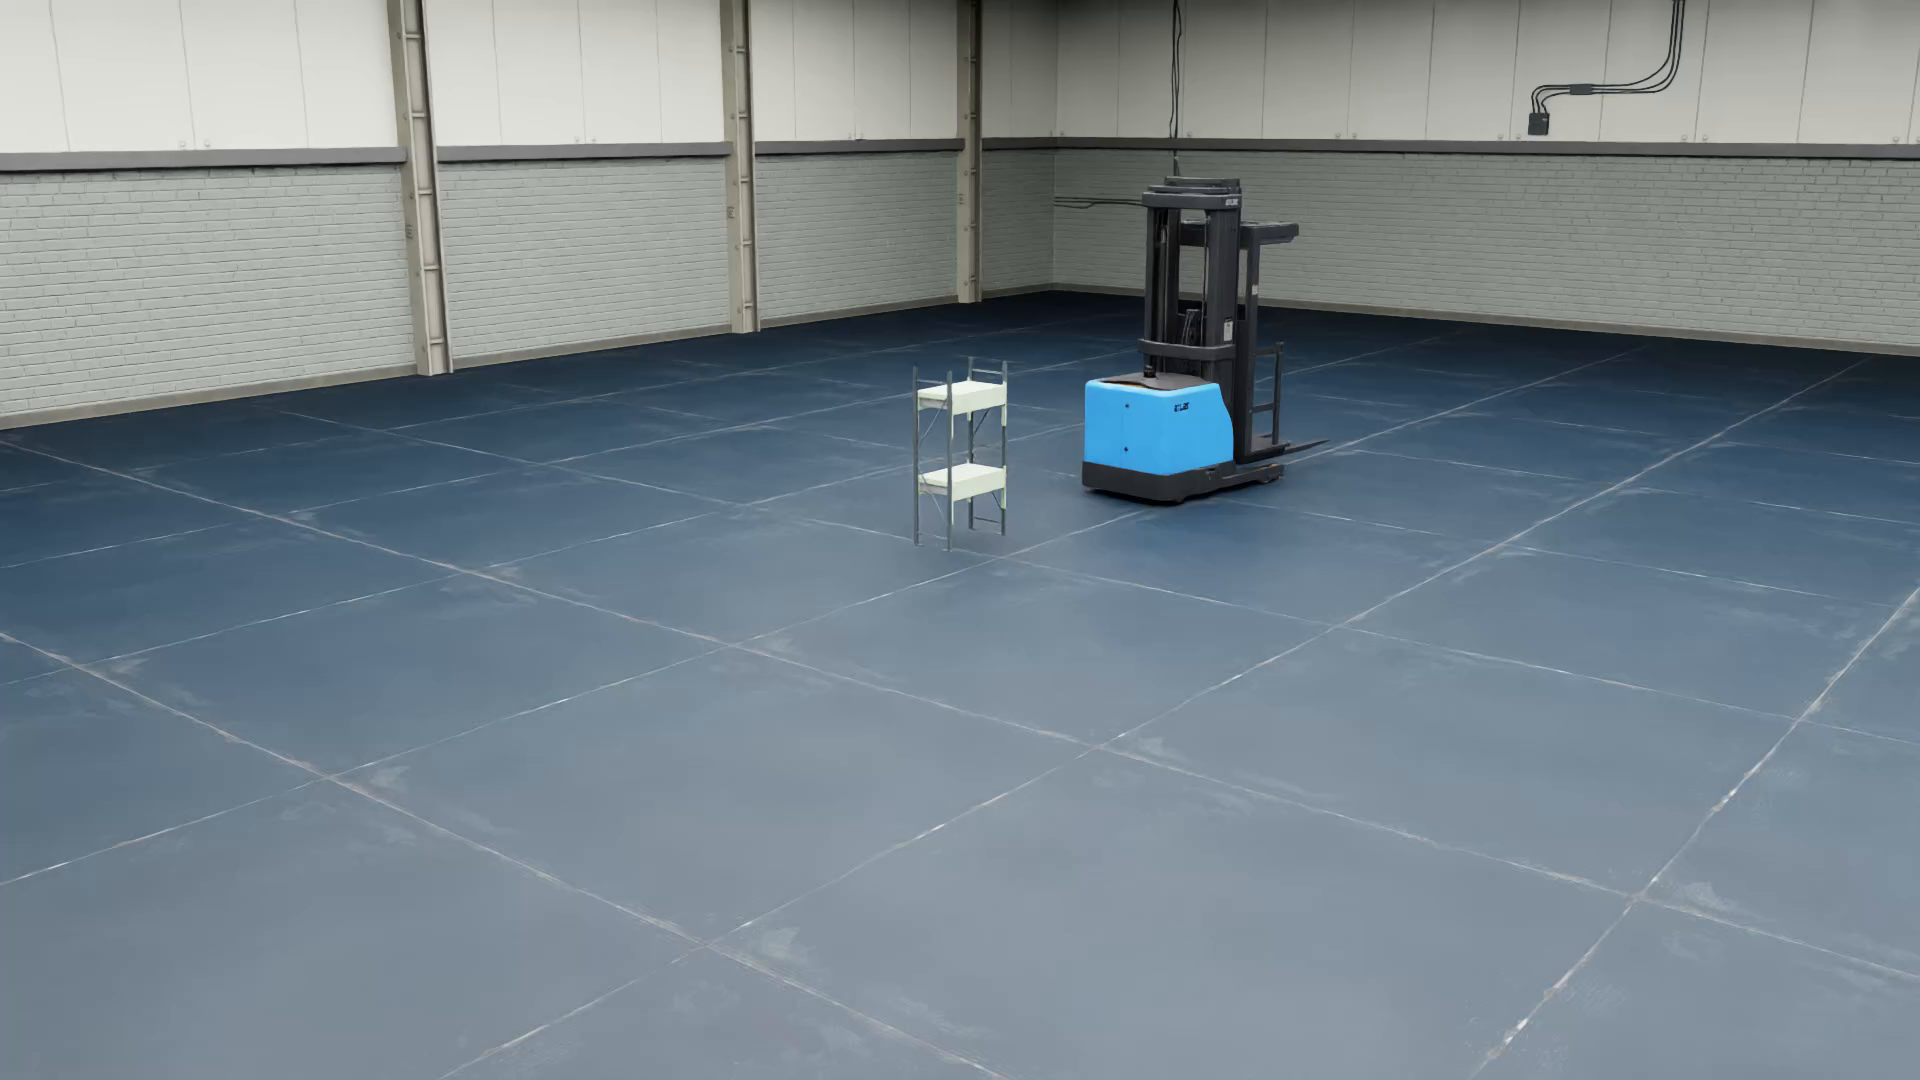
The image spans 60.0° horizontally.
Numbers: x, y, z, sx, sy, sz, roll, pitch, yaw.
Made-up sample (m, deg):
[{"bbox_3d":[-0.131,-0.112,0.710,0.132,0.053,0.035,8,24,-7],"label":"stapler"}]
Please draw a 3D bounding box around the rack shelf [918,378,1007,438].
[{"bbox_3d":[0.004,-1.106,13.847,0.431,0.370,0.720,11,18,38],"label":"rack shelf"}]

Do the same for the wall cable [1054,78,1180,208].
[{"bbox_3d":[3.061,-7.851,33.058,3.097,2.526,0.112,11,18,38],"label":"wall cable"}]

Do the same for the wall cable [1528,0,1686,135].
[{"bbox_3d":[10.435,-9.532,26.462,2.305,6.003,0.169,11,18,38],"label":"wall cable"}]

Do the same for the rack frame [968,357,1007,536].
[{"bbox_3d":[0.234,-0.798,14.219,0.400,1.500,0.023,11,18,38],"label":"rack frame"}]

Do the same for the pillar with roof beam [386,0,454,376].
[{"bbox_3d":[-4.013,-6.032,19.592,9.100,9.000,0.400,11,18,38],"label":"pillar with roof beam"}]

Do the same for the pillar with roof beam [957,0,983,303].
[{"bbox_3d":[3.529,-8.330,28.638,9.100,9.000,0.400,11,18,38],"label":"pillar with roof beam"}]

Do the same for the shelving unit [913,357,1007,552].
[{"bbox_3d":[0.004,-0.728,13.943,0.431,1.500,0.755,11,18,38],"label":"shelving unit"}]

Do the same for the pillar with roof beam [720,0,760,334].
[{"bbox_3d":[-0.242,-7.181,24.115,9.100,9.000,0.400,11,18,38],"label":"pillar with roof beam"}]

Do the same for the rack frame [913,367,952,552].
[{"bbox_3d":[-0.226,-0.658,13.667,0.400,1.500,0.023,11,18,38],"label":"rack frame"}]

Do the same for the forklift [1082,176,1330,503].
[{"bbox_3d":[2.564,-2.053,16.253,1.130,2.935,3.031,14,20,43],"label":"forklift"}]

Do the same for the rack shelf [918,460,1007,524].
[{"bbox_3d":[0.004,-0.412,14.024,0.431,0.370,0.720,11,18,38],"label":"rack shelf"}]

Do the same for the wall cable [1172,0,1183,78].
[{"bbox_3d":[5.165,-9.880,30.788,3.097,2.526,0.112,11,18,38],"label":"wall cable"}]
